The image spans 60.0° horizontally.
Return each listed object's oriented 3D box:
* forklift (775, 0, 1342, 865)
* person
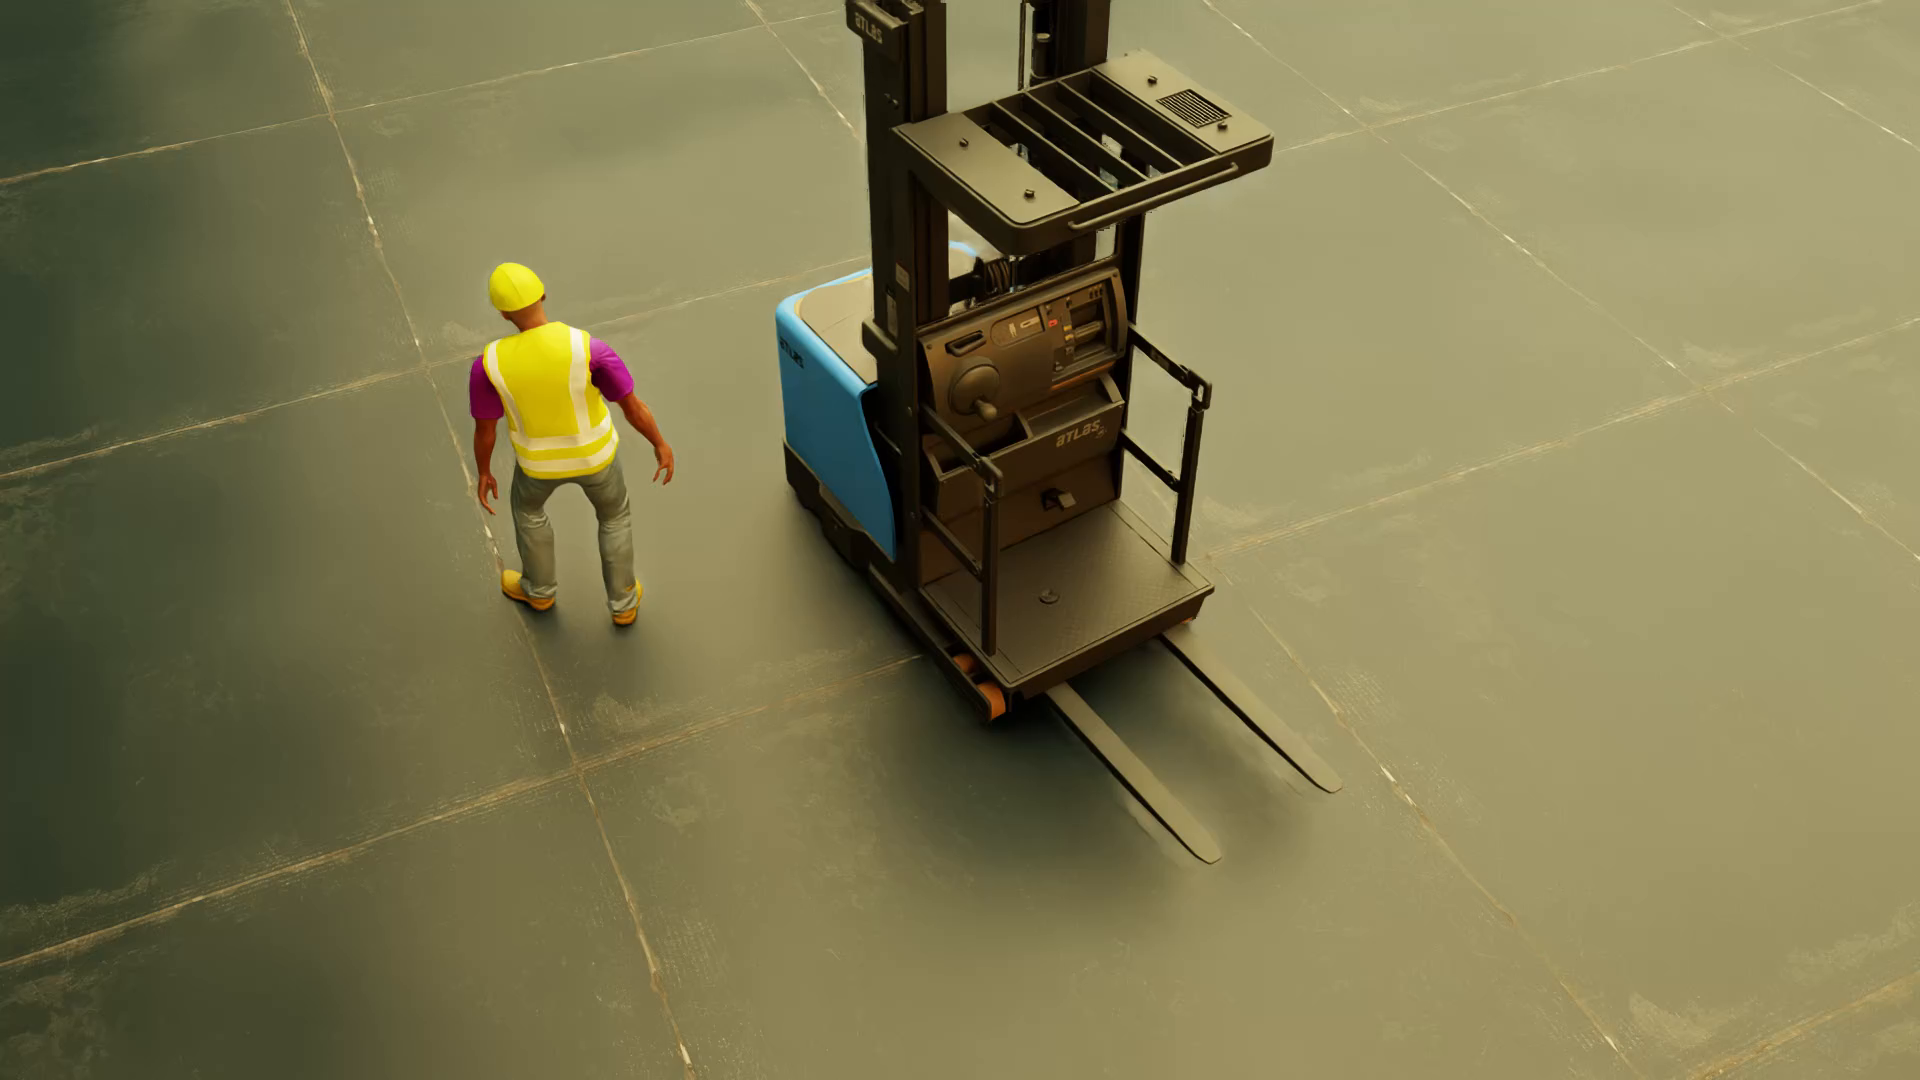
[{"bbox_3d":[0.384,-0.687,6.416,1.130,2.935,3.031,-24,48,-24],"label":"forklift"},{"bbox_3d":[-1.649,-0.382,6.997,0.884,1.733,0.473,-3,43,-3],"label":"person"}]
